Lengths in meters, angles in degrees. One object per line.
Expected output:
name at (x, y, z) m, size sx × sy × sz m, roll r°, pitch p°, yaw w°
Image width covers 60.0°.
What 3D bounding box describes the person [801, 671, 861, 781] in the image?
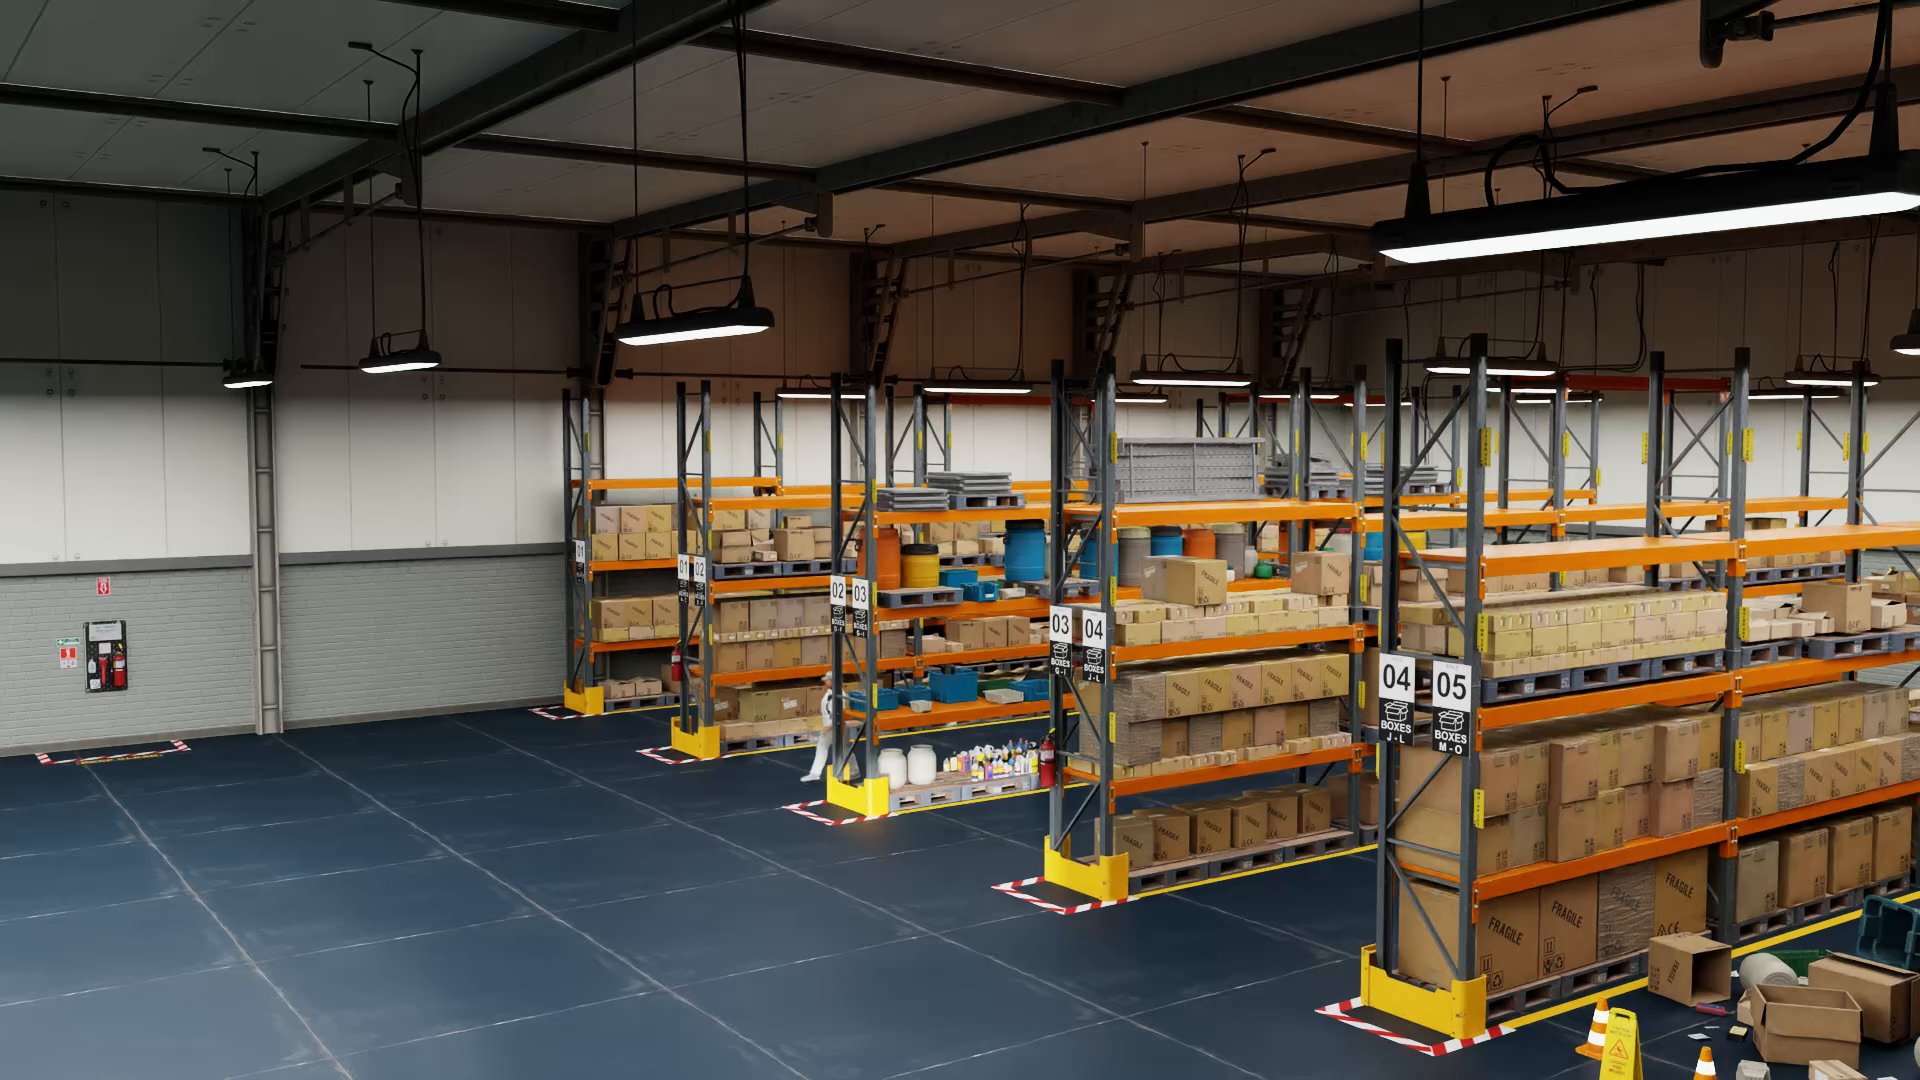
person at (-1.916, 2.755, 24.559) m, size 0.899 × 1.627 × 0.501 m, roll -2°, pitch 4°, yaw -29°
